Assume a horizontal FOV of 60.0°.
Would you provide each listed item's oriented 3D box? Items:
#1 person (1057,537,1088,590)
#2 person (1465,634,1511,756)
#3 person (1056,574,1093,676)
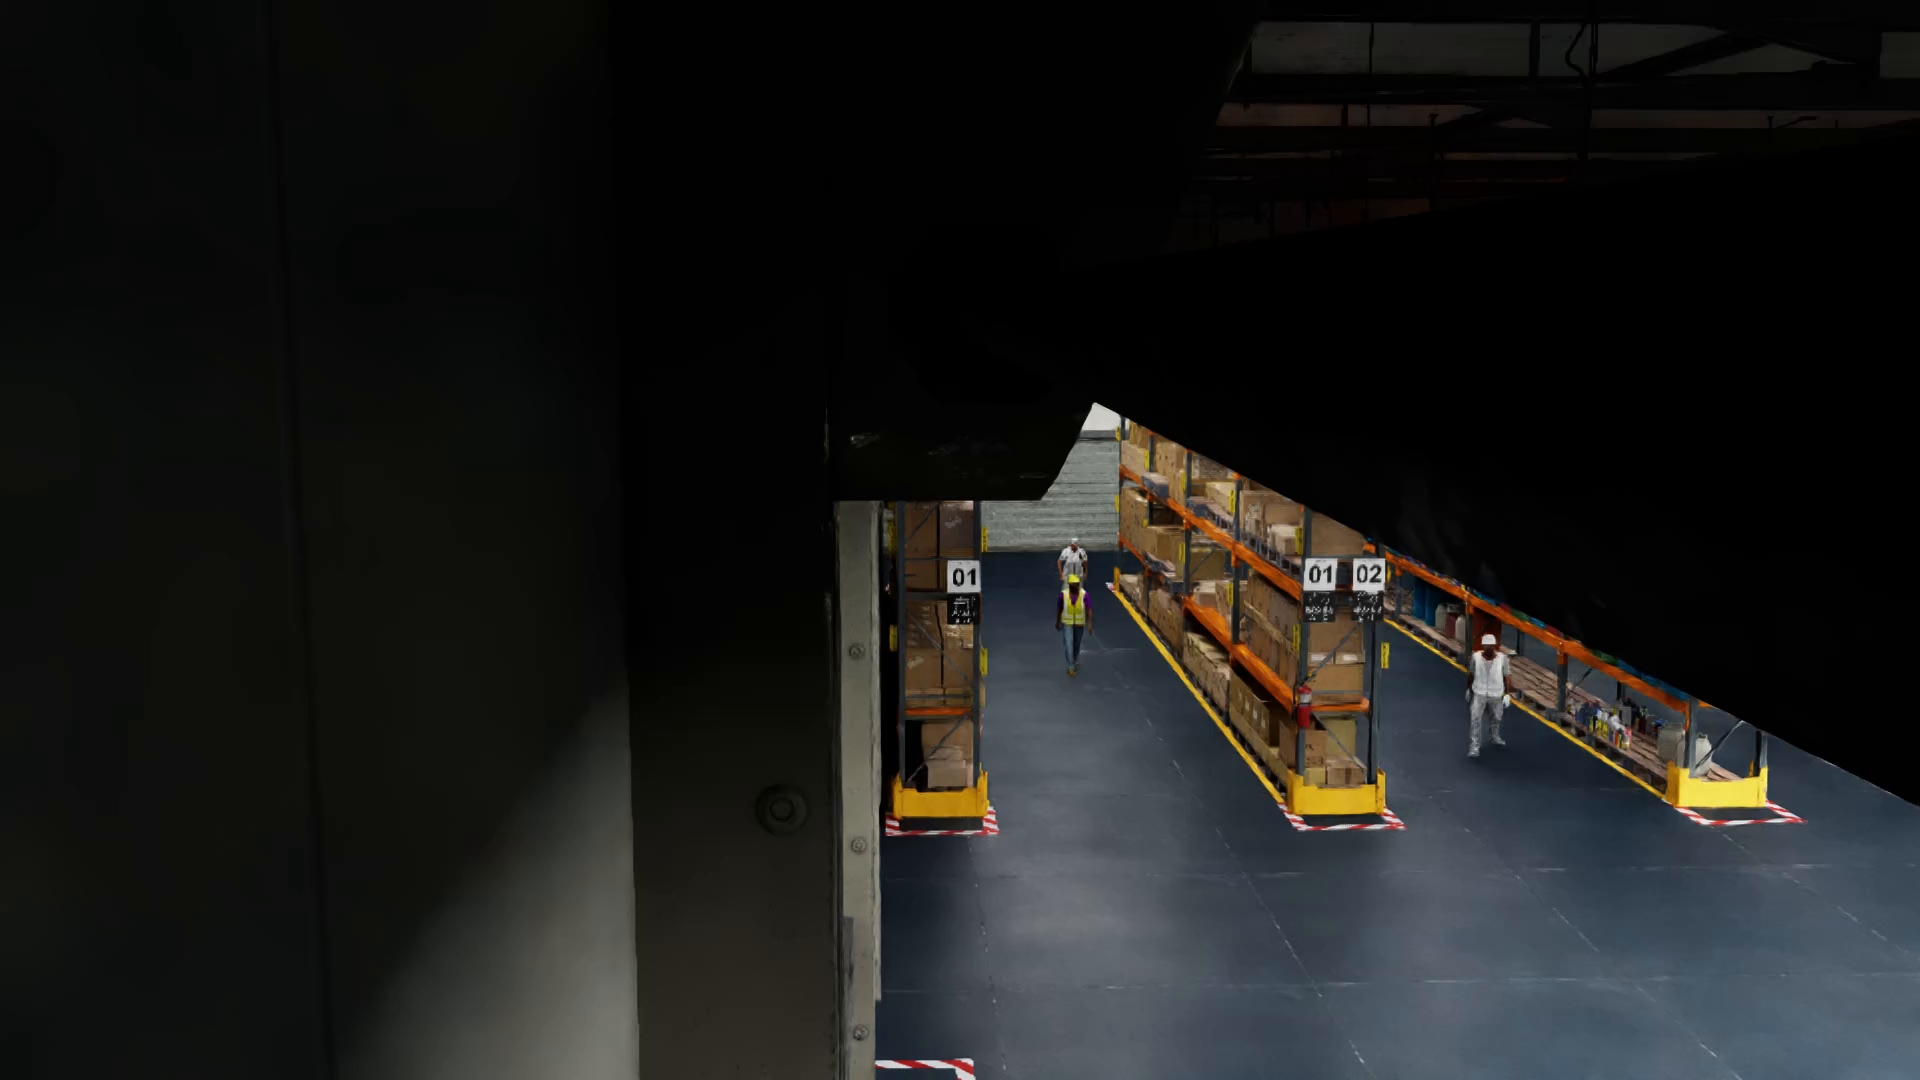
[{"bbox_3d":[2.280,0.717,33.578,0.625,1.611,0.582,-1,8,-5],"label":"person"},{"bbox_3d":[7.398,2.141,23.301,0.607,1.730,0.975,3,9,18],"label":"person"},{"bbox_3d":[1.957,1.417,28.326,0.591,1.716,1.042,-1,8,-4],"label":"person"}]
